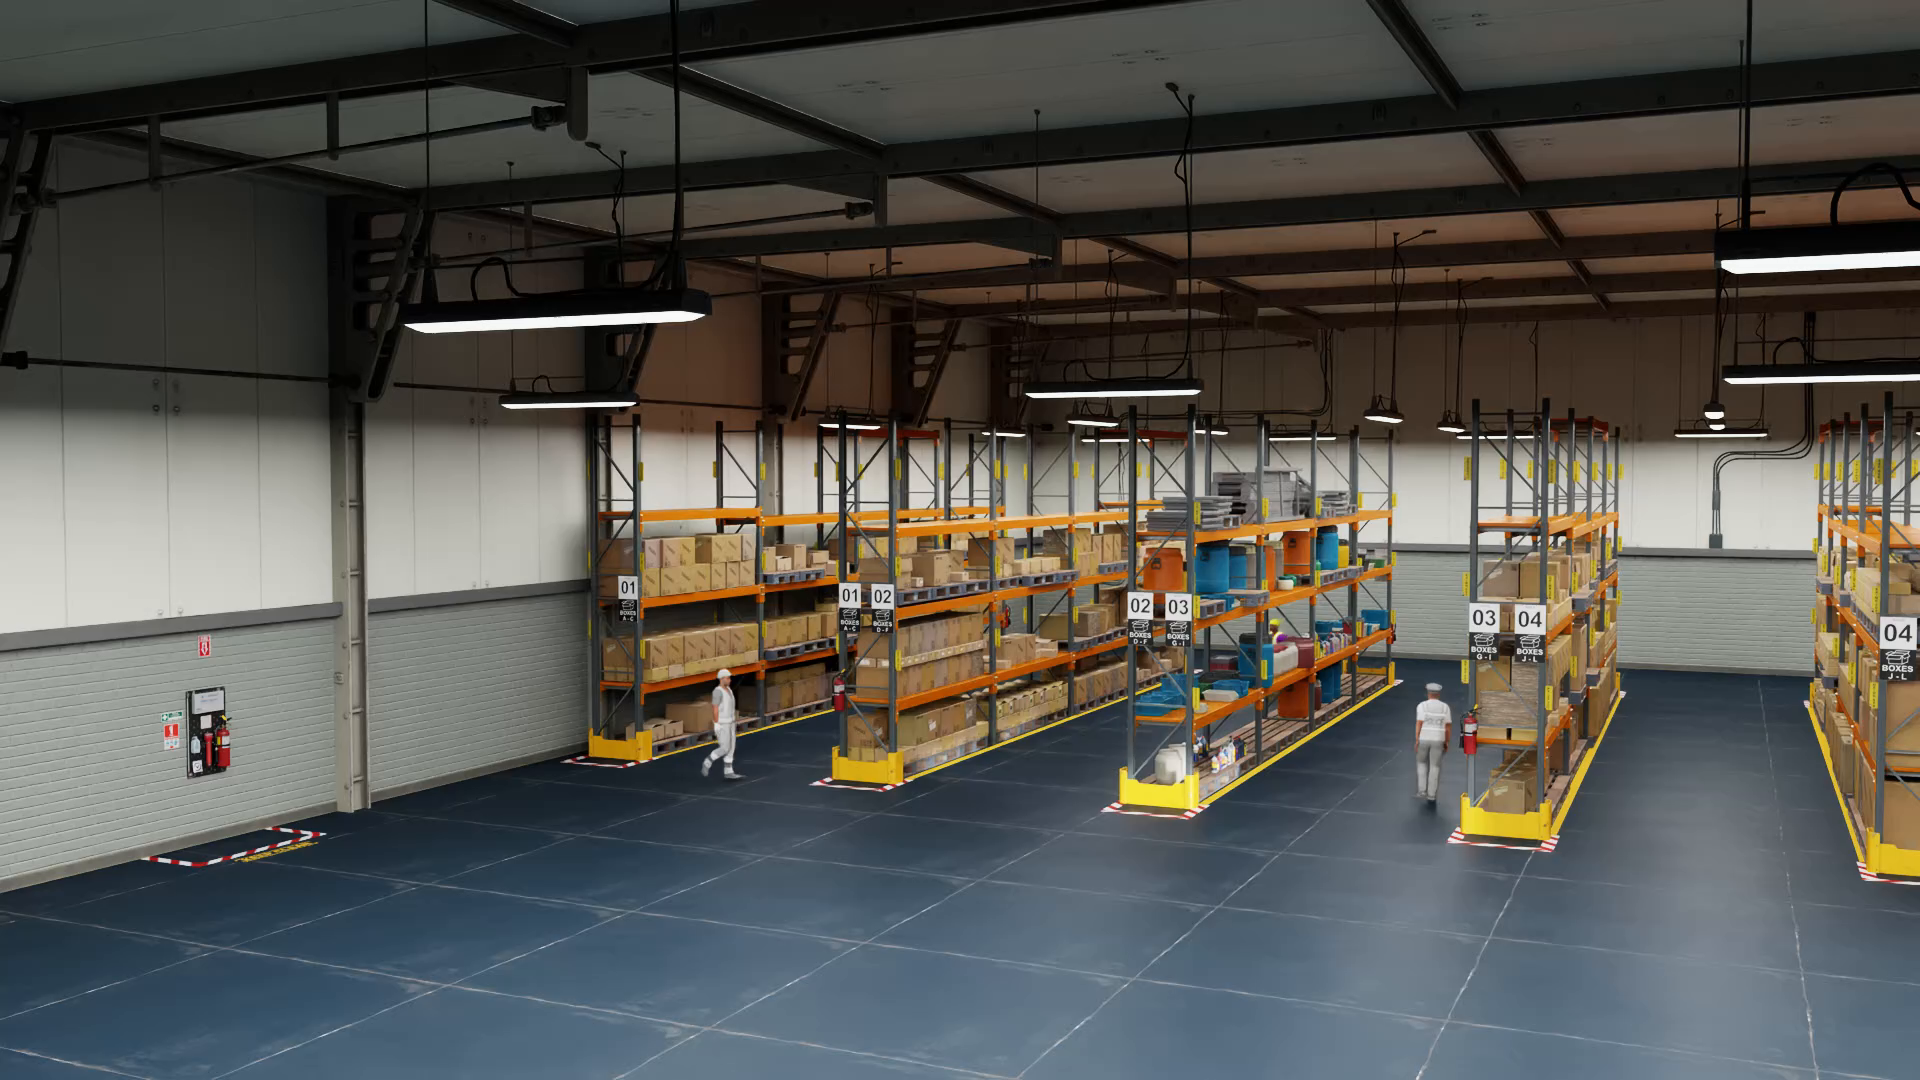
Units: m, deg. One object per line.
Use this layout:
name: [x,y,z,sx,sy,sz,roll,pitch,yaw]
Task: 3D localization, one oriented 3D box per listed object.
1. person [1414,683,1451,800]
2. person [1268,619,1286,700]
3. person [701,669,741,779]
person: [7.206,3.109,25.357,0.544,1.826,0.600,1,2,17]
person: [6.873,2.610,36.666,0.937,1.737,0.675,-2,3,-40]
person: [-3.868,2.985,27.001,0.627,1.784,0.552,1,2,19]
